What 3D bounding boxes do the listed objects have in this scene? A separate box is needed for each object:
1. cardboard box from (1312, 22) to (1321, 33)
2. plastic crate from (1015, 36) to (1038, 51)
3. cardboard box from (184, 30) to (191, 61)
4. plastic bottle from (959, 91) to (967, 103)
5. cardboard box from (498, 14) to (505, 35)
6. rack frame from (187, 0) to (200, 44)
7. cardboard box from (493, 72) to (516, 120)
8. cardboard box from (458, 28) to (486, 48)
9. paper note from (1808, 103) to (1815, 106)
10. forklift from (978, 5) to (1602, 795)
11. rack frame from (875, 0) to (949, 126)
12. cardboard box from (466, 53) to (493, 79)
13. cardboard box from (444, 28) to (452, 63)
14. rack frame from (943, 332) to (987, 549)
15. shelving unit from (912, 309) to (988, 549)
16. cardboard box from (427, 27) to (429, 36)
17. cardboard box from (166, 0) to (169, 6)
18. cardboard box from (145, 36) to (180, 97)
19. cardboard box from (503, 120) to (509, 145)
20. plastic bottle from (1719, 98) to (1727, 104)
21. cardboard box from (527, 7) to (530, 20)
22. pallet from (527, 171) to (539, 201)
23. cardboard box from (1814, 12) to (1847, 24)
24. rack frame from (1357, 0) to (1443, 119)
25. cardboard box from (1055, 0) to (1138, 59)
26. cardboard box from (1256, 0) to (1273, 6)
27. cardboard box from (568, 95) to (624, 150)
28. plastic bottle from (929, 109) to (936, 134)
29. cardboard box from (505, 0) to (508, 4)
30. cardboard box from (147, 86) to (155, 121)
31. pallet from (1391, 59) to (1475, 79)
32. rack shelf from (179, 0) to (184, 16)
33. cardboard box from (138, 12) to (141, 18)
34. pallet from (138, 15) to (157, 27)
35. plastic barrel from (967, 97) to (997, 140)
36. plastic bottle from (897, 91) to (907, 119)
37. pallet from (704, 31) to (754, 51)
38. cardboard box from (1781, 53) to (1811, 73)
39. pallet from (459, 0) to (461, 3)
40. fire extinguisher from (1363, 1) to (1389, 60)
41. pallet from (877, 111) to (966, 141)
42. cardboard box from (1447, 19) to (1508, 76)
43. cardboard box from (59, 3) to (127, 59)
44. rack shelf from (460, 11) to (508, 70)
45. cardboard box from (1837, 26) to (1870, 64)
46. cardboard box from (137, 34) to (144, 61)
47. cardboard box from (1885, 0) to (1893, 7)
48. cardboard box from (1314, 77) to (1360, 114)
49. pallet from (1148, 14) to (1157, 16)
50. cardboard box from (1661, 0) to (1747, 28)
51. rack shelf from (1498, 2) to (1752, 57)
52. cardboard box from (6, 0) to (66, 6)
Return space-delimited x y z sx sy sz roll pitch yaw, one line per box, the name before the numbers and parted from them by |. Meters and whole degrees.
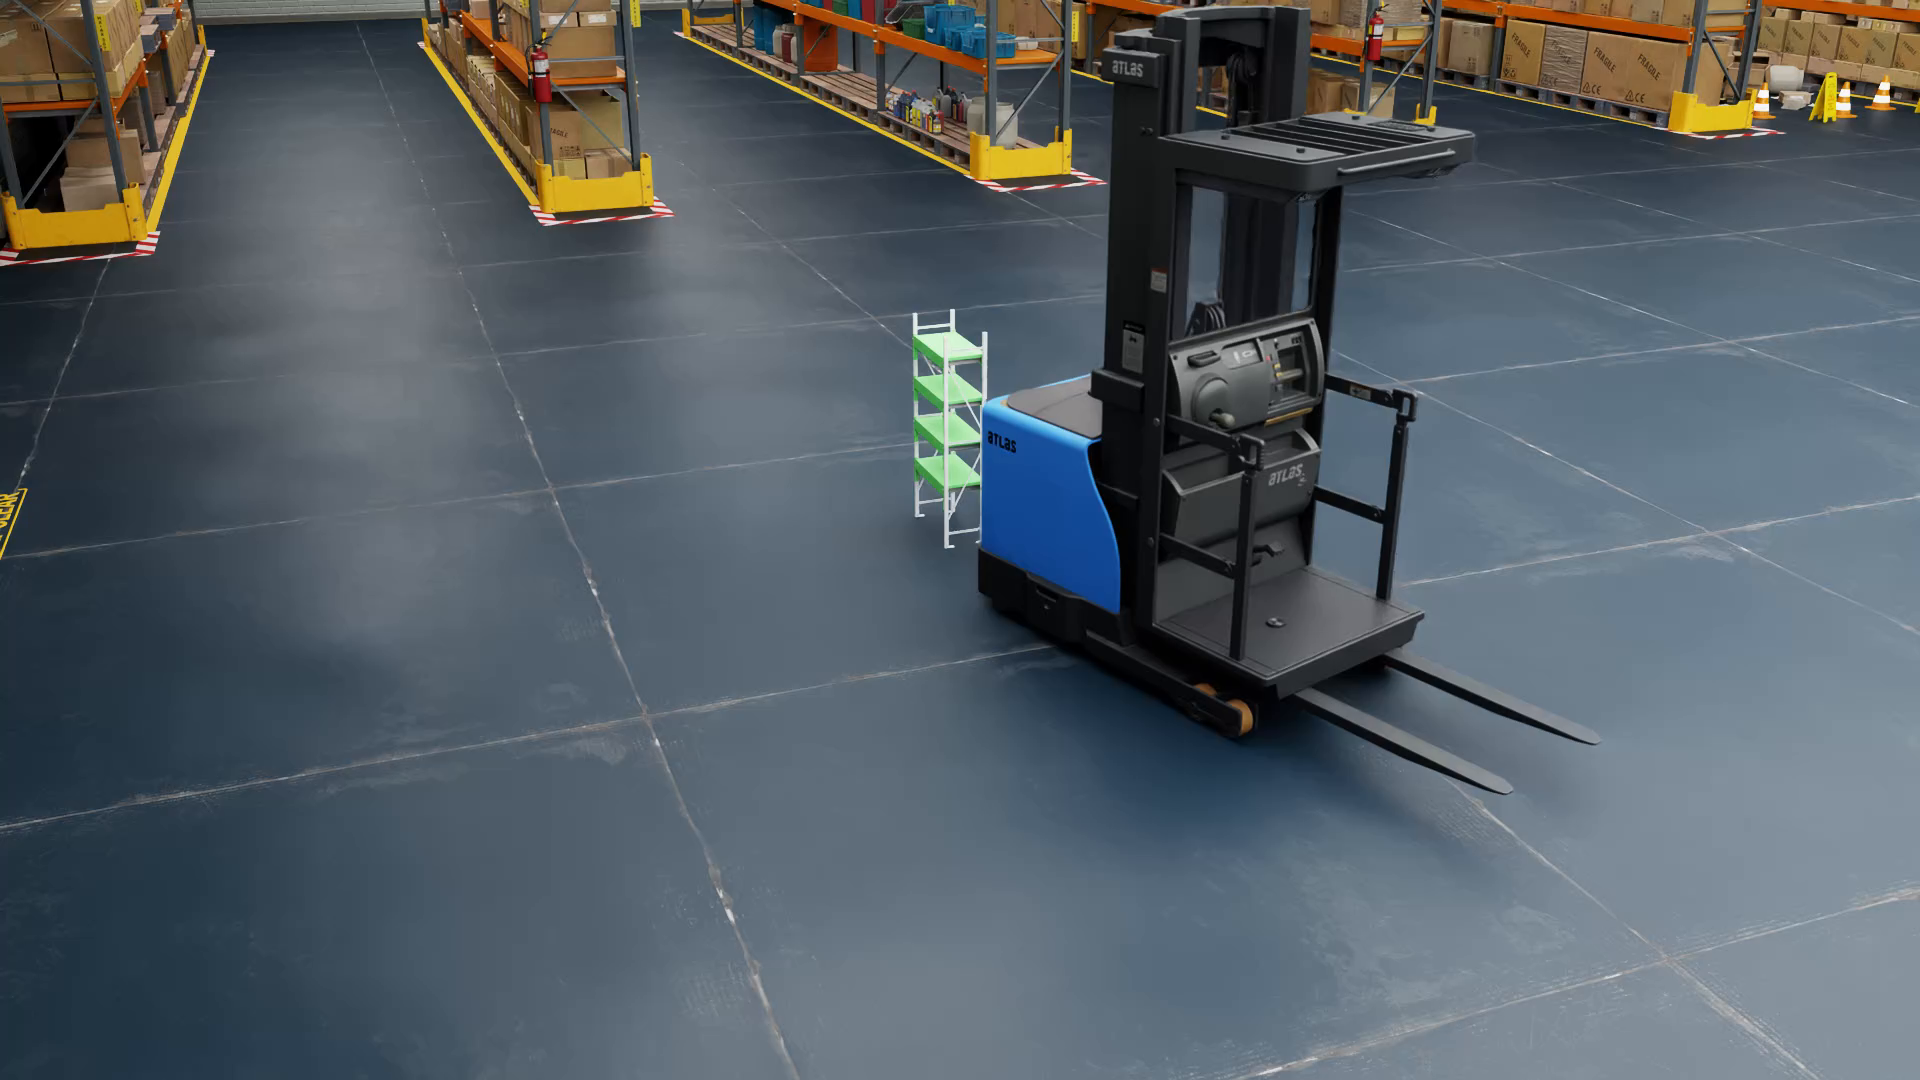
cardboard box | 4.767 -6.613 21.401 0.380 0.149 0.250 -8 24 -19
plastic crate | 0.760 -5.857 19.624 0.298 0.136 0.250 -8 24 -19
cardboard box | -13.075 -8.121 27.333 0.700 0.500 0.500 -9 24 -20
plastic bottle | 0.041 -5.663 21.669 0.144 0.351 0.185 -8 24 -19
cardboard box | -5.756 -6.617 21.260 0.396 0.266 0.258 -9 24 -20
rack frame | -14.145 -10.064 29.265 1.000 3.000 0.127 -8 24 -19
cardboard box | -5.402 -5.445 20.341 0.500 0.500 0.500 -8 24 -19
cardboard box | -7.260 -7.562 25.016 0.500 0.250 0.500 -7 24 -17
paper note | 12.484 -6.351 24.279 0.148 0.019 0.142 -18 29 -37
forklift | 1.404 -0.711 7.163 1.130 2.935 3.031 -17 28 -35
rack frame | -0.638 -7.063 22.145 1.000 3.000 0.127 -8 24 -19
cardboard box | -6.776 -6.792 23.781 0.500 0.311 0.500 -7 24 -17
cardboard box | -8.157 -8.133 27.336 0.500 0.500 0.500 -9 25 -21
rack frame | 0.028 -0.524 8.949 0.240 1.200 0.015 -8 24 -19
shelving unit | -0.058 -0.613 9.160 0.258 1.200 0.503 -8 24 -19
cardboard box | -9.686 -9.435 30.876 0.380 0.149 0.250 -8 24 -19
cardboard box | -12.015 -8.045 24.774 0.380 0.149 0.250 -8 24 -19
cardboard box | -11.456 -6.645 23.381 0.750 0.750 0.750 -9 24 -20
cardboard box | -5.221 -4.919 20.057 0.500 0.250 0.500 -8 24 -19
plastic bottle | 11.178 -6.501 24.595 0.133 0.061 0.283 -18 29 -37
cardboard box | -4.445 -5.668 17.873 0.380 0.149 0.250 -8 24 -18
pallet | -4.170 -3.918 18.275 1.003 0.211 1.213 -8 24 -19
cardboard box | 13.492 -8.084 25.767 0.380 0.149 0.250 -7 24 -16
rack frame | 5.409 -6.289 20.309 1.000 3.000 0.127 -8 24 -19
cardboard box | 2.358 -8.664 28.139 1.225 0.875 0.875 -10 25 -21
cardboard box | 4.511 -7.399 22.432 0.875 0.500 0.500 -8 24 -19
cardboard box | -4.020 -4.610 18.360 0.500 0.500 0.500 -8 24 -19
plastic bottle | -0.342 -5.208 20.674 0.061 0.283 0.133 -8 24 -18
cardboard box | -5.178 -6.421 19.658 0.380 0.149 0.250 -9 24 -20
cardboard box | -10.741 -5.574 21.264 0.700 0.500 0.500 -8 24 -19
pallet | 7.894 -7.815 27.521 1.003 0.211 1.213 -8 24 -19
rack shelf | -13.439 -9.006 27.681 1.077 0.370 4.000 -8 24 -19
cardboard box | -10.683 -6.787 20.795 0.700 0.500 0.500 -8 24 -19
pallet | -10.582 -6.355 20.713 1.003 0.211 1.213 -8 24 -19
plastic barrel | 0.294 -5.067 20.073 0.421 0.512 0.421 0 23 0
plastic bottle | -0.741 -5.695 21.743 0.144 0.351 0.185 -8 24 -18
pallet | -4.195 -9.391 31.258 1.003 0.211 1.213 -8 24 -19
cardboard box | 13.422 -7.585 26.383 0.500 0.250 0.500 -7 24 -16
pallet | -7.378 -8.456 25.697 1.003 0.211 1.213 -8 24 -19
fire extinguisher | 5.018 -6.149 20.076 0.296 0.674 0.183 -8 24 -19
pallet | -0.440 -5.528 22.094 1.003 0.211 1.213 -8 24 -19
cardboard box | 8.368 -7.756 26.146 1.050 0.750 0.750 -8 24 -19
cardboard box | -8.723 -5.120 16.738 0.500 0.500 0.500 -9 25 -21
rack shelf | -5.980 -6.780 22.400 1.077 0.370 4.000 -8 24 -19
cardboard box | 13.793 -7.550 25.334 0.500 0.500 0.500 -9 24 -20
cardboard box | -9.455 -5.513 18.636 0.500 0.250 0.500 -8 24 -19
cardboard box | 14.005 -8.014 24.726 0.380 0.149 0.250 -8 24 -18
cardboard box | 4.960 -5.772 21.761 0.500 0.500 0.500 -2 23 -5
pallet | 4.713 -11.134 35.394 1.003 0.211 1.213 -8 24 -19
cardboard box | 9.911 -7.131 22.113 0.875 0.550 0.550 -8 24 -19
rack shelf | 9.378 -7.328 23.701 1.077 0.370 4.000 -8 24 -19
cardboard box | -9.392 -5.232 17.004 0.500 0.500 0.500 -8 24 -18
